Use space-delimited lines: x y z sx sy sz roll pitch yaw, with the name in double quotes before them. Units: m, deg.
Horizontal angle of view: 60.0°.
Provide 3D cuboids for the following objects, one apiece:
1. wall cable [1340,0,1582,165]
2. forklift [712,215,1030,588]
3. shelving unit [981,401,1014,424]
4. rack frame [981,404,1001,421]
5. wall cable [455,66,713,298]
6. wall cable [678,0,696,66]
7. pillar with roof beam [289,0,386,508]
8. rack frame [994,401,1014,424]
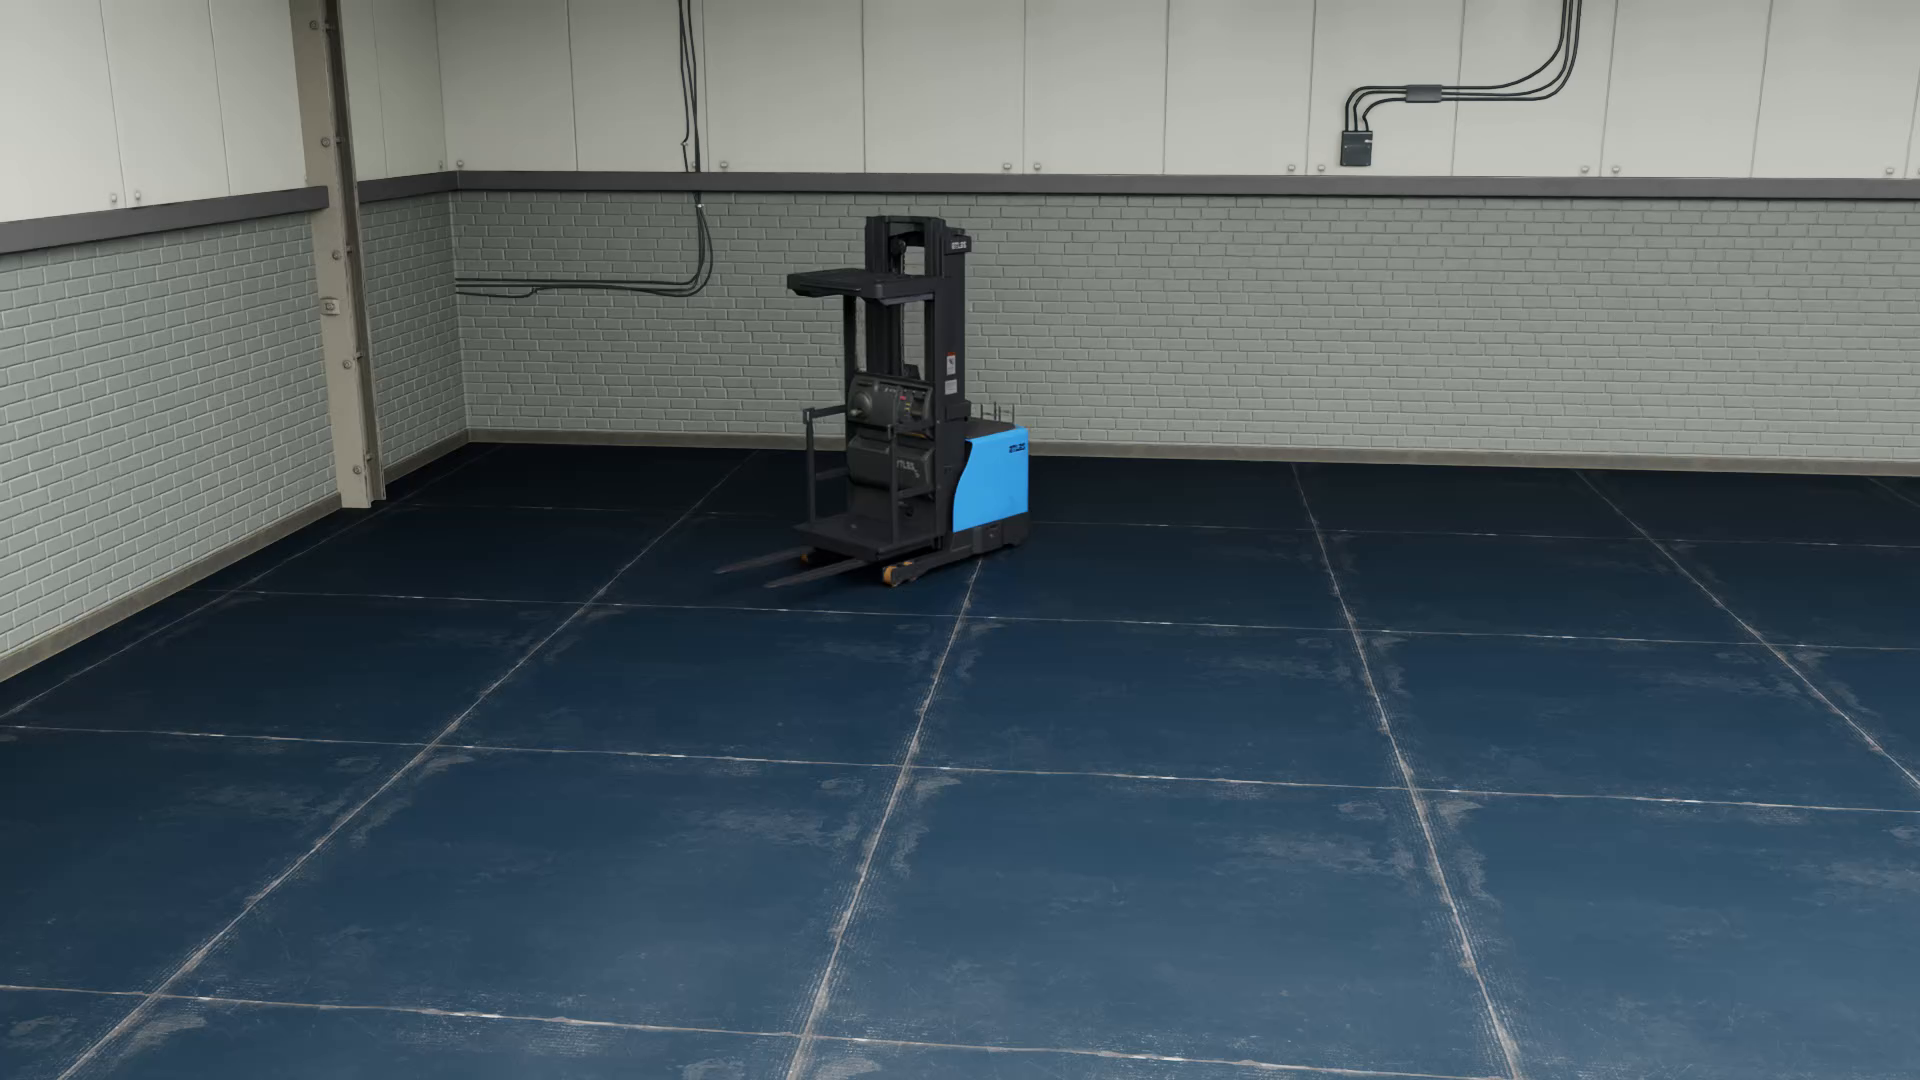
"wall cable" 5.142 -6.797 16.542 2.305 6.003 0.169 2 15 6
"forklift" -0.734 -1.182 13.917 1.130 2.935 3.031 13 20 40
"shelving unit" 0.340 -0.662 15.308 0.258 1.200 0.189 13 20 40
"rack frame" 0.279 -0.644 15.243 0.240 1.200 0.006 13 20 40
"wall cable" -4.289 -3.940 18.441 3.097 2.526 0.112 2 15 6
"wall cable" -1.601 -6.298 17.487 3.097 2.526 0.112 2 15 6
"pillar with roof beam" -1.658 -4.587 14.885 9.100 9.000 0.400 2 15 6
"rack frame" 0.402 -0.679 15.374 0.240 1.200 0.006 13 20 40
